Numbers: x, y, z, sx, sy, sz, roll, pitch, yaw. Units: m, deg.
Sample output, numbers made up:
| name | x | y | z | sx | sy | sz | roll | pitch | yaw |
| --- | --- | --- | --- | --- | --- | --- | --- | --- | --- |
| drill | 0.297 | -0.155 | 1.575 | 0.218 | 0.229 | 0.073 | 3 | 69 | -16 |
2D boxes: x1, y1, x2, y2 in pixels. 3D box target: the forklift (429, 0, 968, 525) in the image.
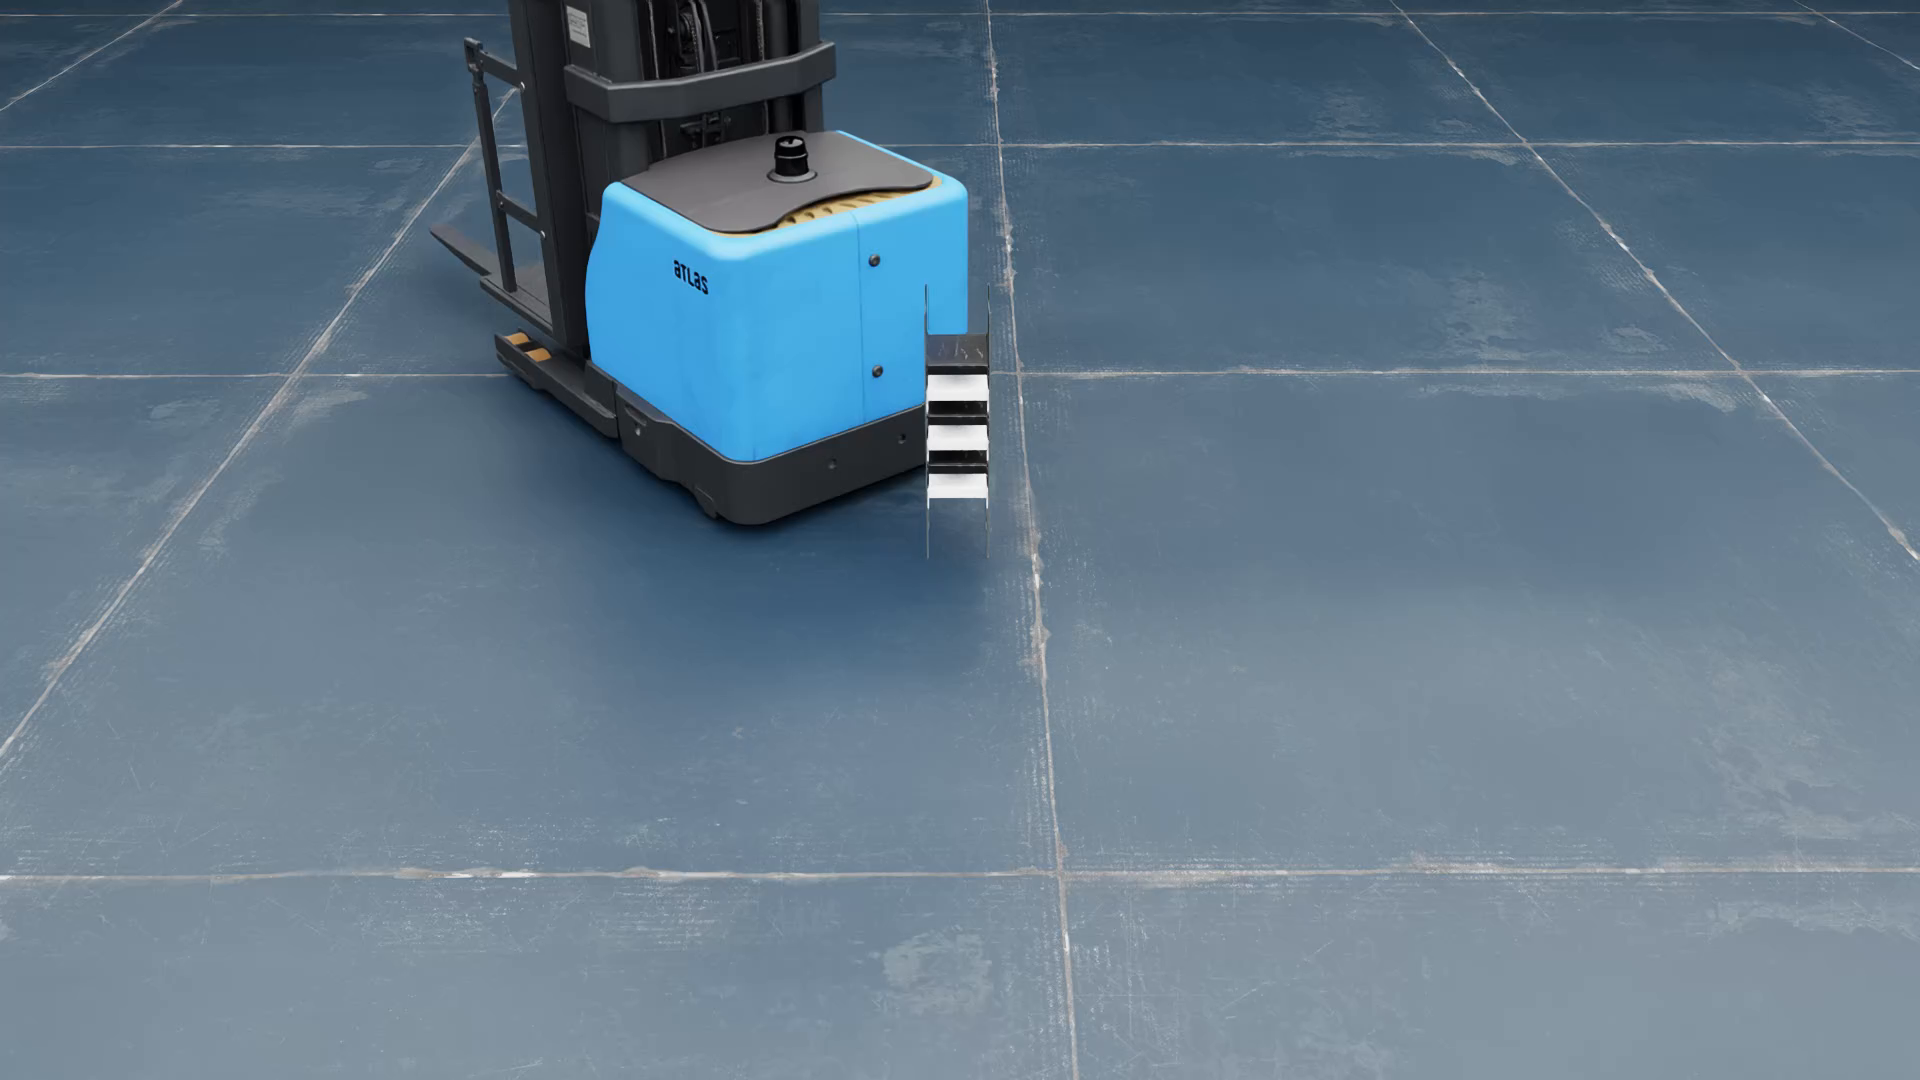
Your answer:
| name | x | y | z | sx | sy | sz | roll | pitch | yaw |
| --- | --- | --- | --- | --- | --- | --- | --- | --- | --- |
| forklift | -1.264 | -2.005 | 6.229 | 1.130 | 2.935 | 3.031 | -22 | 38 | -32 |

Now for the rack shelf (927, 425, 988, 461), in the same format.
| name | x | y | z | sx | sy | sz | roll | pitch | yaw |
| --- | --- | --- | --- | --- | --- | --- | --- | --- | --- |
| rack shelf | -0.008 | -0.356 | 5.534 | 0.200 | 0.077 | 0.258 | 0 | 31 | 0 |

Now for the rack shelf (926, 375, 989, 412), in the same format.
| name | x | y | z | sx | sy | sz | roll | pitch | yaw |
| --- | --- | --- | --- | --- | --- | --- | --- | --- | --- |
| rack shelf | -0.008 | -0.510 | 5.440 | 0.200 | 0.077 | 0.258 | 0 | 31 | 0 |

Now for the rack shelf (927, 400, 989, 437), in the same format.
| name | x | y | z | sx | sy | sz | roll | pitch | yaw |
| --- | --- | --- | --- | --- | --- | --- | --- | --- | --- |
| rack shelf | -0.008 | -0.433 | 5.487 | 0.200 | 0.077 | 0.258 | 0 | 31 | 0 |

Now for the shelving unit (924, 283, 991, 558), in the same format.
| name | x | y | z | sx | sy | sz | roll | pitch | yaw |
| --- | --- | --- | --- | --- | --- | --- | --- | --- | --- |
| shelving unit | -0.008 | -0.385 | 5.517 | 0.210 | 0.900 | 0.258 | 0 | 31 | 0 |

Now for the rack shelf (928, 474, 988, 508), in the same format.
| name | x | y | z | sx | sy | sz | roll | pitch | yaw |
| --- | --- | --- | --- | --- | --- | --- | --- | --- | --- |
| rack shelf | -0.008 | -0.202 | 5.627 | 0.200 | 0.077 | 0.258 | 0 | 31 | 0 |

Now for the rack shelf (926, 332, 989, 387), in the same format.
| name | x | y | z | sx | sy | sz | roll | pitch | yaw |
| --- | --- | --- | --- | --- | --- | --- | --- | --- | --- |
| rack shelf | -0.008 | -0.587 | 5.394 | 0.200 | 0.077 | 0.258 | 0 | 31 | 0 |

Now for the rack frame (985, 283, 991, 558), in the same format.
| name | x | y | z | sx | sy | sz | roll | pitch | yaw |
| --- | --- | --- | --- | --- | --- | --- | --- | --- | --- |
| rack frame | 0.094 | -0.385 | 5.517 | 0.006 | 0.900 | 0.240 | 0 | 31 | 0 |

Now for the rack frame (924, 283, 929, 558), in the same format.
| name | x | y | z | sx | sy | sz | roll | pitch | yaw |
| --- | --- | --- | --- | --- | --- | --- | --- | --- | --- |
| rack frame | -0.110 | -0.384 | 5.516 | 0.006 | 0.900 | 0.240 | 0 | 31 | 0 |

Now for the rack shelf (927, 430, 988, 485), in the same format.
| name | x | y | z | sx | sy | sz | roll | pitch | yaw |
| --- | --- | --- | --- | --- | --- | --- | --- | --- | --- |
| rack shelf | -0.008 | -0.279 | 5.581 | 0.200 | 0.077 | 0.258 | 0 | 31 | 0 |
